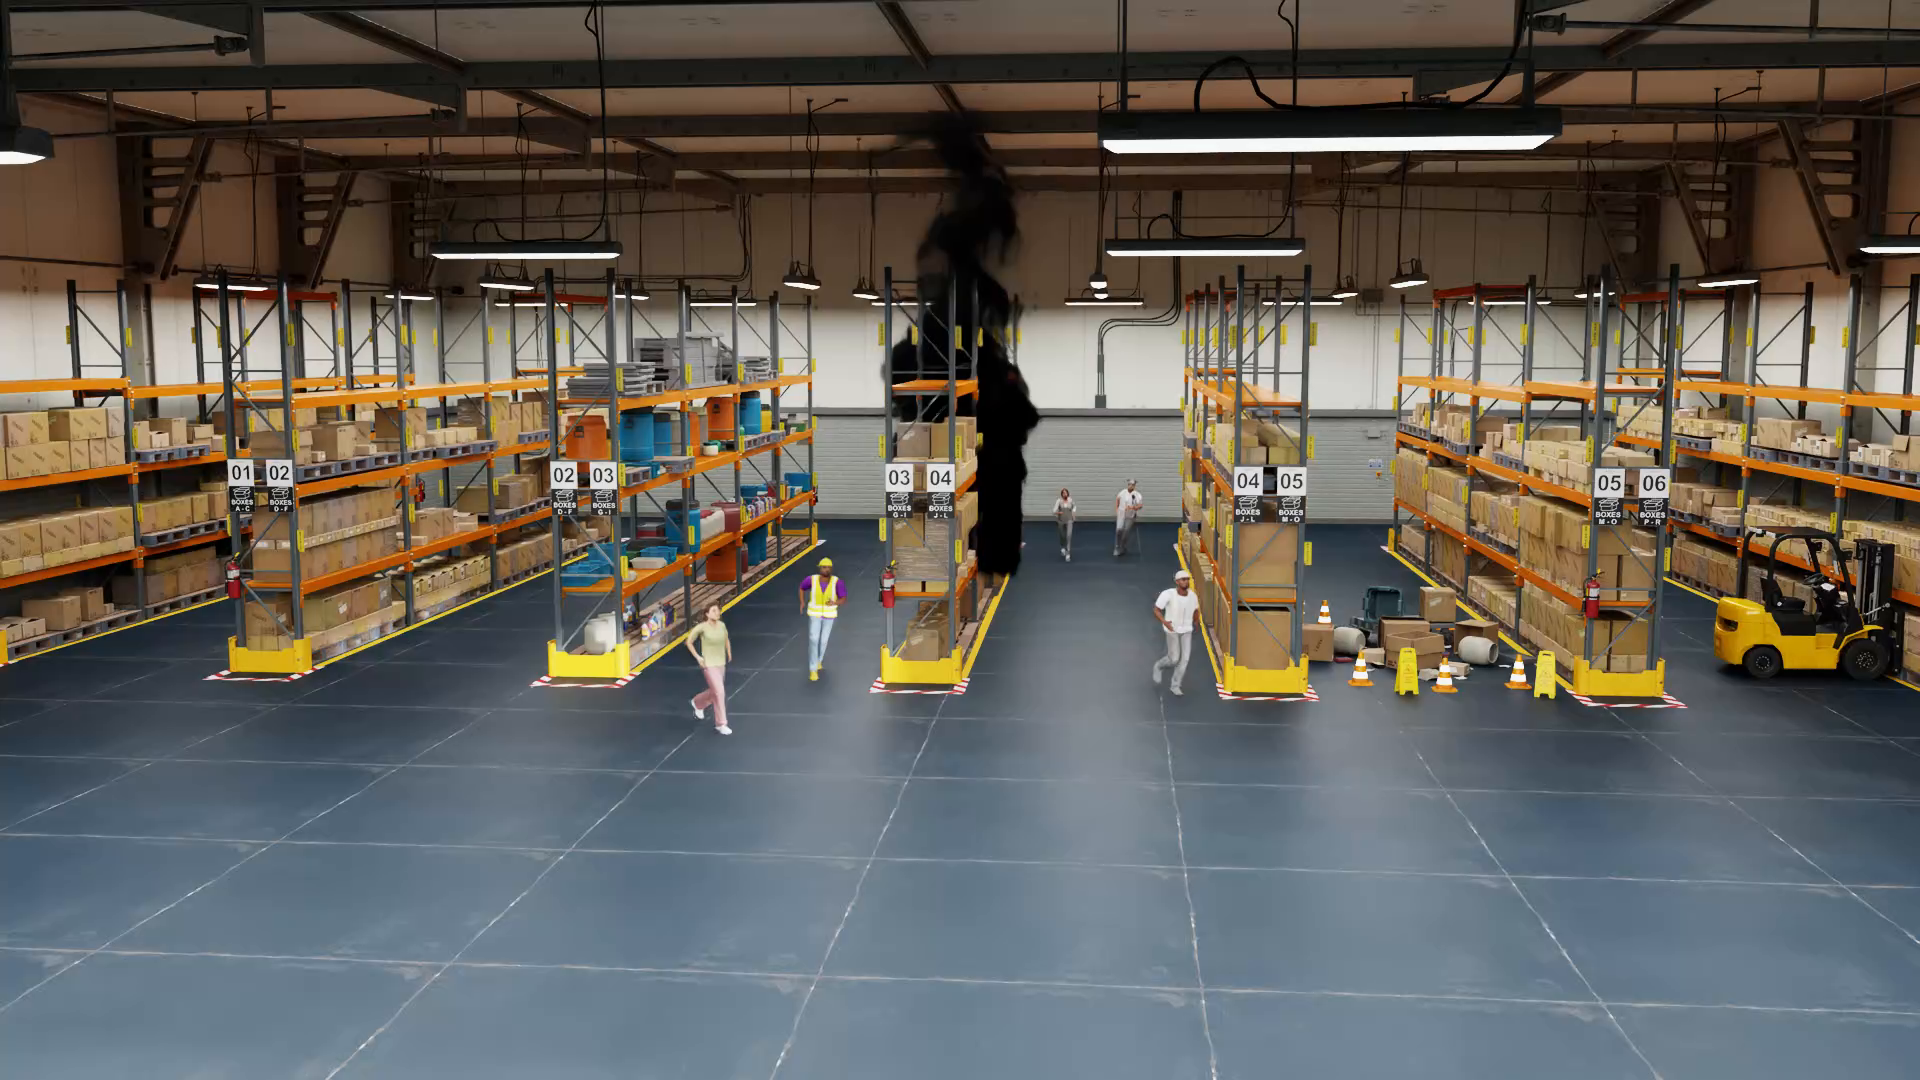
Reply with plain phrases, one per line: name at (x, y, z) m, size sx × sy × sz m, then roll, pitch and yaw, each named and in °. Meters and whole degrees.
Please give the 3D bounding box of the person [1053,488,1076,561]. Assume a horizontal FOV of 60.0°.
person at (2.358, -0.368, 37.553) m, size 0.539 × 1.605 × 0.869 m, roll 0°, pitch 7°, yaw 2°

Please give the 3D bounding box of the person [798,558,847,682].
person at (-2.029, 1.157, 24.657) m, size 0.700 × 1.815 × 0.834 m, roll -1°, pitch 7°, yaw -10°

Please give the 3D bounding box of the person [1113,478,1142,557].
person at (3.878, -0.538, 38.451) m, size 0.661 × 1.783 × 0.780 m, roll 1°, pitch 7°, yaw 12°

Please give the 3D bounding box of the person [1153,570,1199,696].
person at (3.111, 1.300, 23.609) m, size 0.718 × 1.754 × 0.634 m, roll -3°, pitch 7°, yaw -21°

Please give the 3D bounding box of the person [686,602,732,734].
person at (-3.199, 1.611, 21.309) m, size 0.838 × 1.667 × 0.591 m, roll 6°, pitch 9°, yaw 41°
